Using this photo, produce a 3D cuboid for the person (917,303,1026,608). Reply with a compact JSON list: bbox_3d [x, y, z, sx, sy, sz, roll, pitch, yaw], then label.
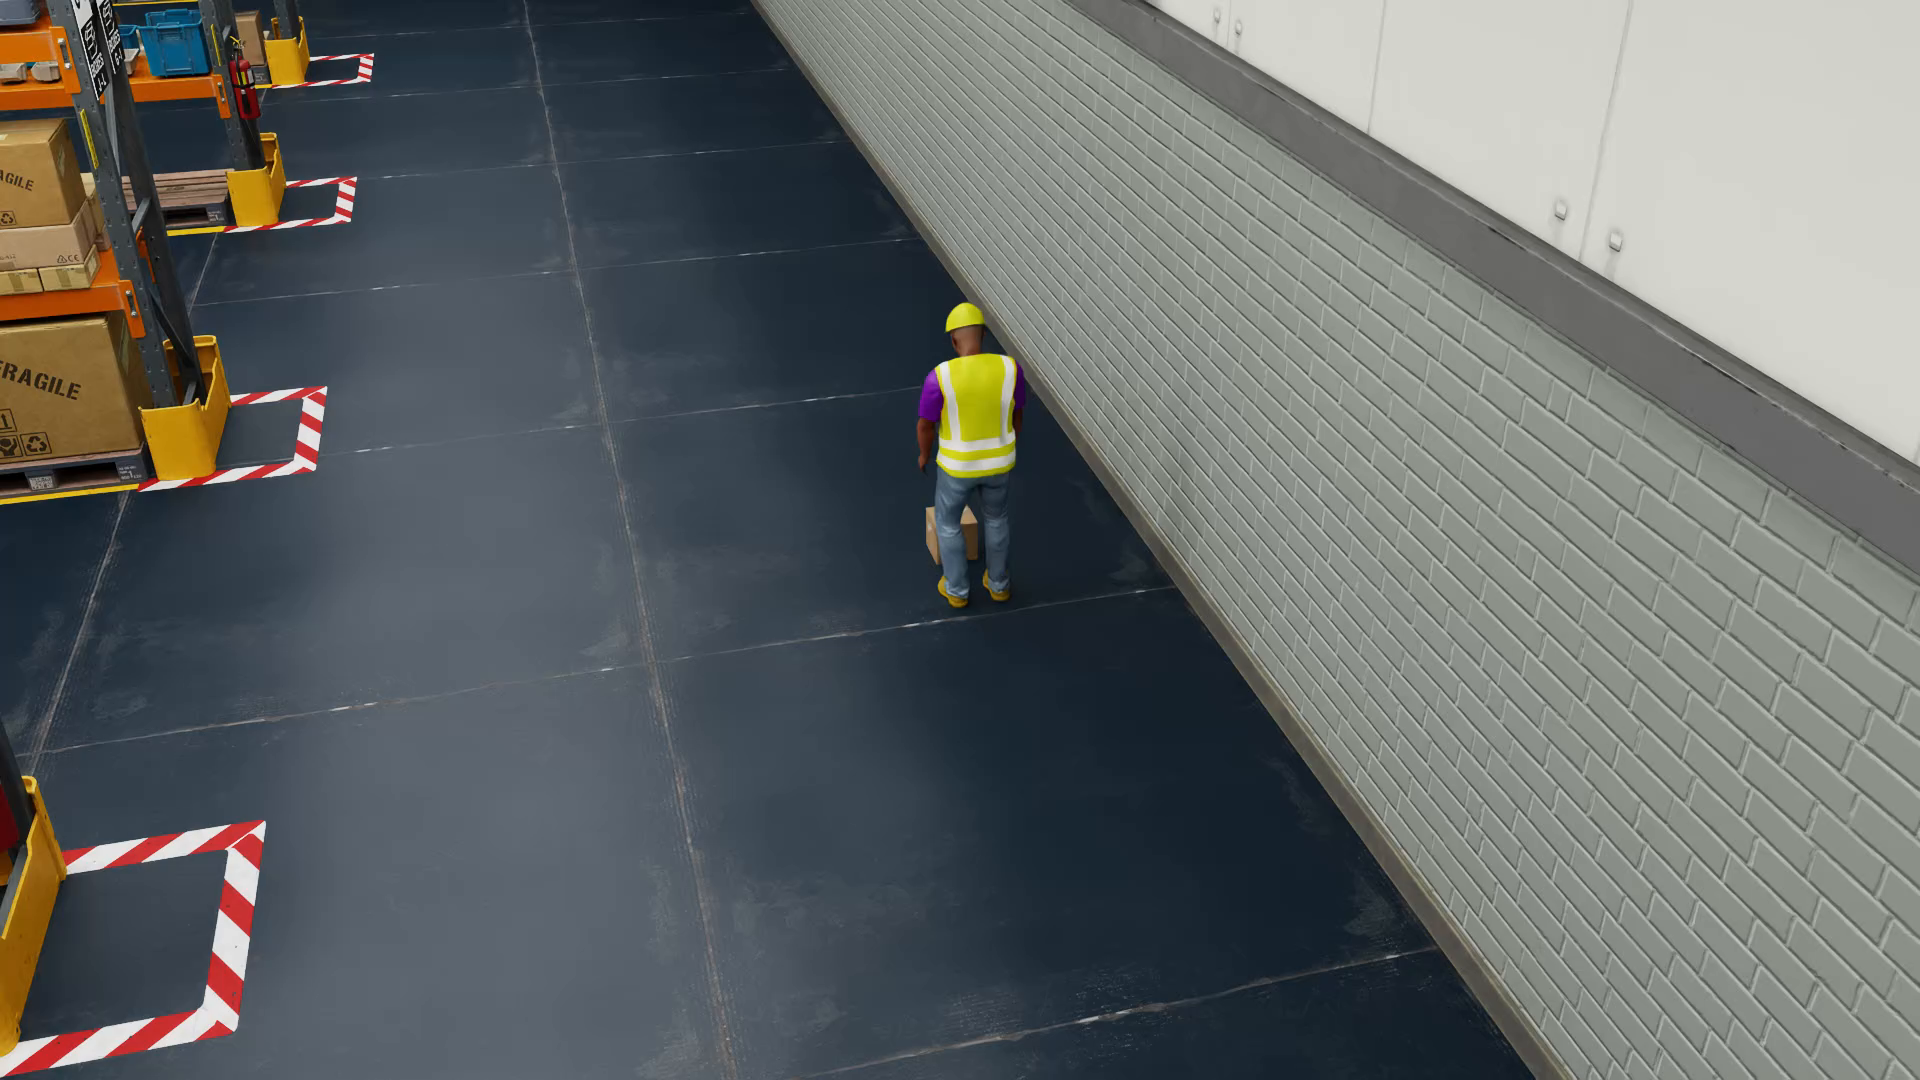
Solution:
[{"bbox_3d":[0.053,-0.444,9.027,0.588,1.724,0.437,-7,31,-12],"label":"person"}]
